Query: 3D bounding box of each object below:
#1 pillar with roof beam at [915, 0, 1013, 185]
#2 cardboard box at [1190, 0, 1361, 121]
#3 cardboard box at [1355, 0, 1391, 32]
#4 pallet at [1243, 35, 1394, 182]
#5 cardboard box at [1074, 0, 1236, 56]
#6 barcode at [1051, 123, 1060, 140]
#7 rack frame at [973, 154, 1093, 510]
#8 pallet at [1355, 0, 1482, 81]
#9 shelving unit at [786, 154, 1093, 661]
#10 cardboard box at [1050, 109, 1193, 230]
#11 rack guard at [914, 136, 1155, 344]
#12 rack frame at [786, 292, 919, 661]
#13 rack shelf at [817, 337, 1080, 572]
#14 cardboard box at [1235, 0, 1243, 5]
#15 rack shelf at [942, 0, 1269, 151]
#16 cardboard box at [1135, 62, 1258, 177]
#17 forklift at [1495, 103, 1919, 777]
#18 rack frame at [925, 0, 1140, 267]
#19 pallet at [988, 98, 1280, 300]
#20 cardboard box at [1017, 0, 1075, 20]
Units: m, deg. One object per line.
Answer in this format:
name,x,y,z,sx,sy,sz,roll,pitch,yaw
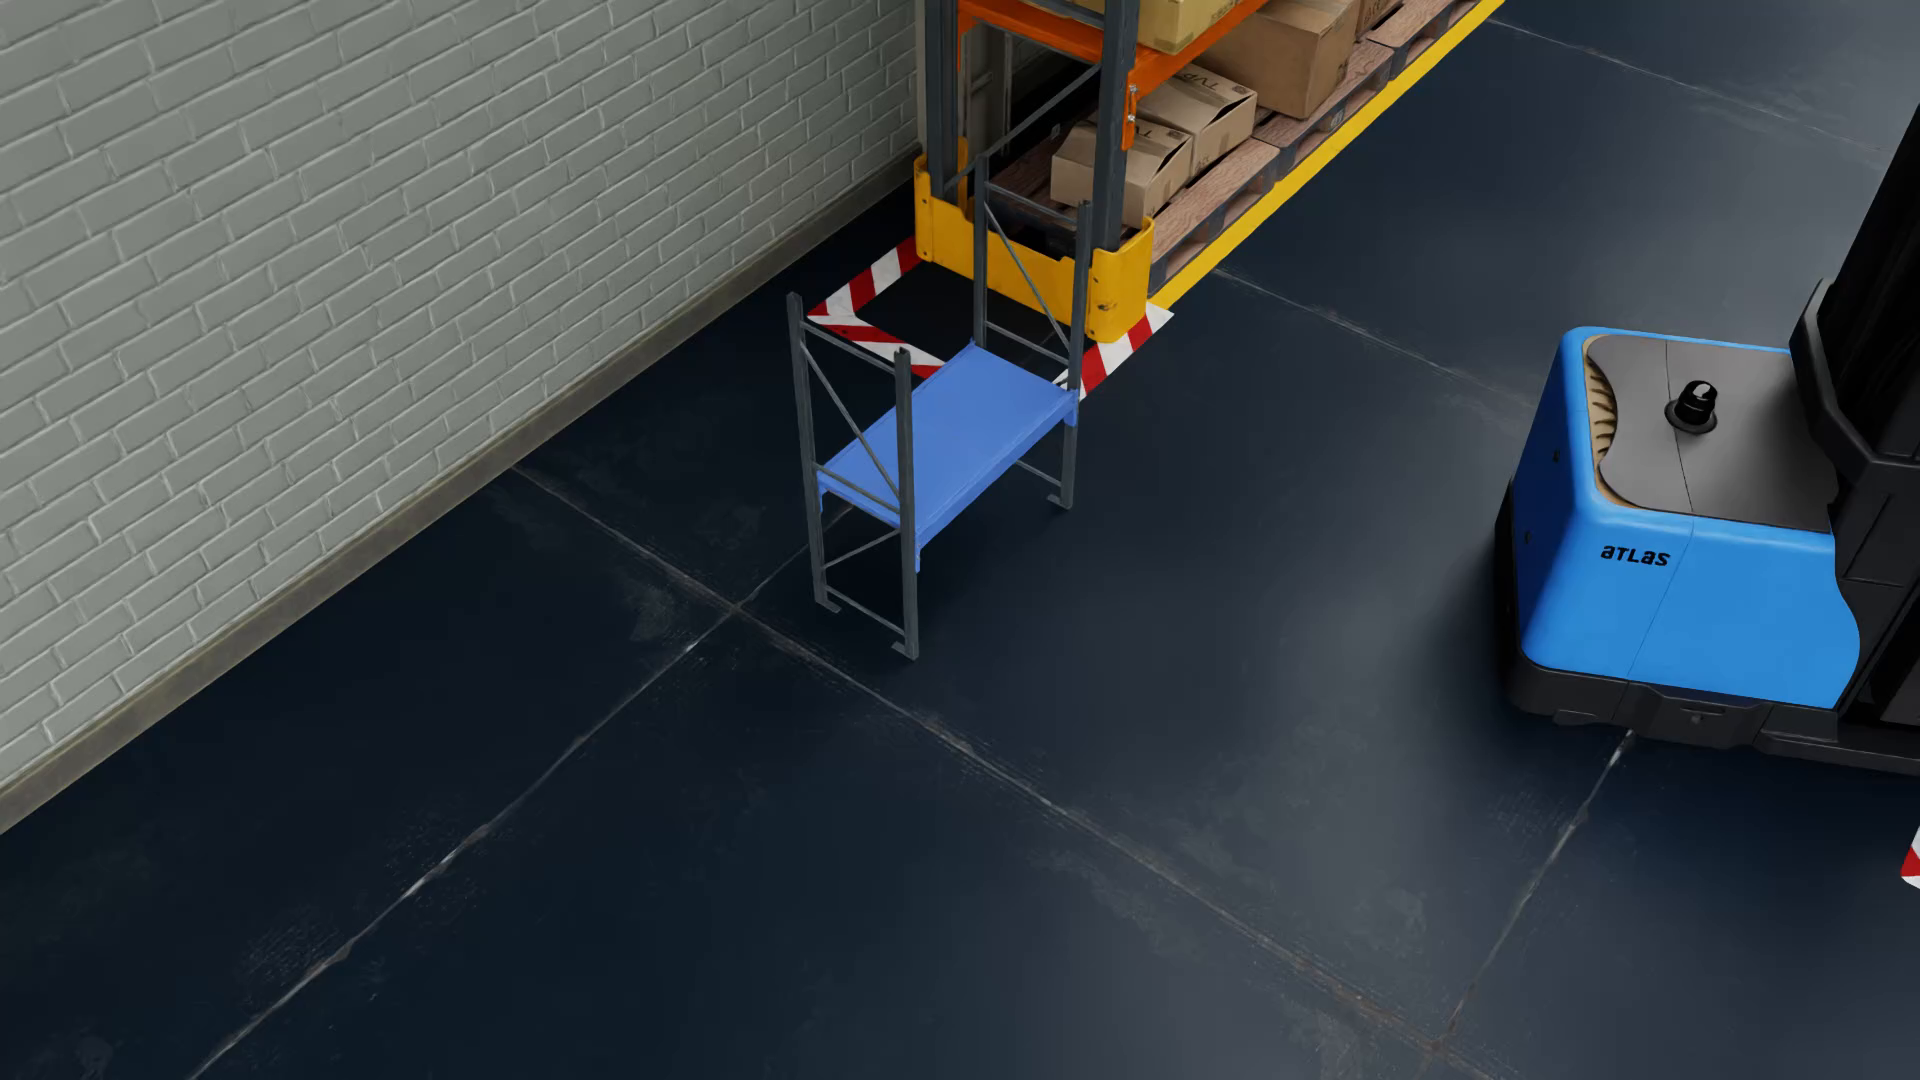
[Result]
pillar with roof beam,3.429,-3.181,3.565,9.100,9.000,0.400,29,53,25
cardboard box,1.610,-2.598,8.581,0.700,0.500,0.500,26,52,23
cardboard box,2.122,-3.195,9.152,0.500,0.500,0.500,25,51,22
pallet,1.596,-2.454,8.948,1.003,0.211,1.213,29,53,25
cardboard box,0.828,-2.323,6.985,0.500,0.250,0.500,28,52,24
barcode,0.468,-1.999,8.134,0.001,0.075,0.075,29,53,25
rack frame,0.259,-0.760,6.439,0.500,1.500,0.032,29,53,25
pallet,2.342,-3.155,9.618,1.003,0.211,1.213,29,53,25
shelving unit,-0.052,-0.469,6.161,0.538,1.500,1.048,29,53,25
cardboard box,0.773,-1.808,7.958,0.500,0.311,0.500,24,51,21
rack guard,0.325,-1.409,7.750,1.175,0.500,0.348,29,53,25
rack frame,-0.363,-0.178,5.883,0.500,1.500,0.032,29,53,25
rack shelf,-0.052,-0.345,6.291,0.538,0.185,1.000,29,53,25
cardboard box,1.135,-2.626,7.274,0.500,0.250,0.500,28,52,24
rack shelf,1.502,-3.125,8.158,1.077,0.370,4.000,29,53,25
cardboard box,1.122,-2.135,8.270,0.500,0.311,0.500,34,55,28
forklift,3.564,-0.512,5.212,3.031,2.935,1.130,8,47,8
rack frame,0.279,-2.229,6.805,1.000,3.000,0.127,29,53,25
pallet,0.850,-1.759,8.284,1.003,0.211,1.213,29,53,25
cardboard box,0.411,-2.537,7.189,0.500,0.250,0.500,30,53,25
